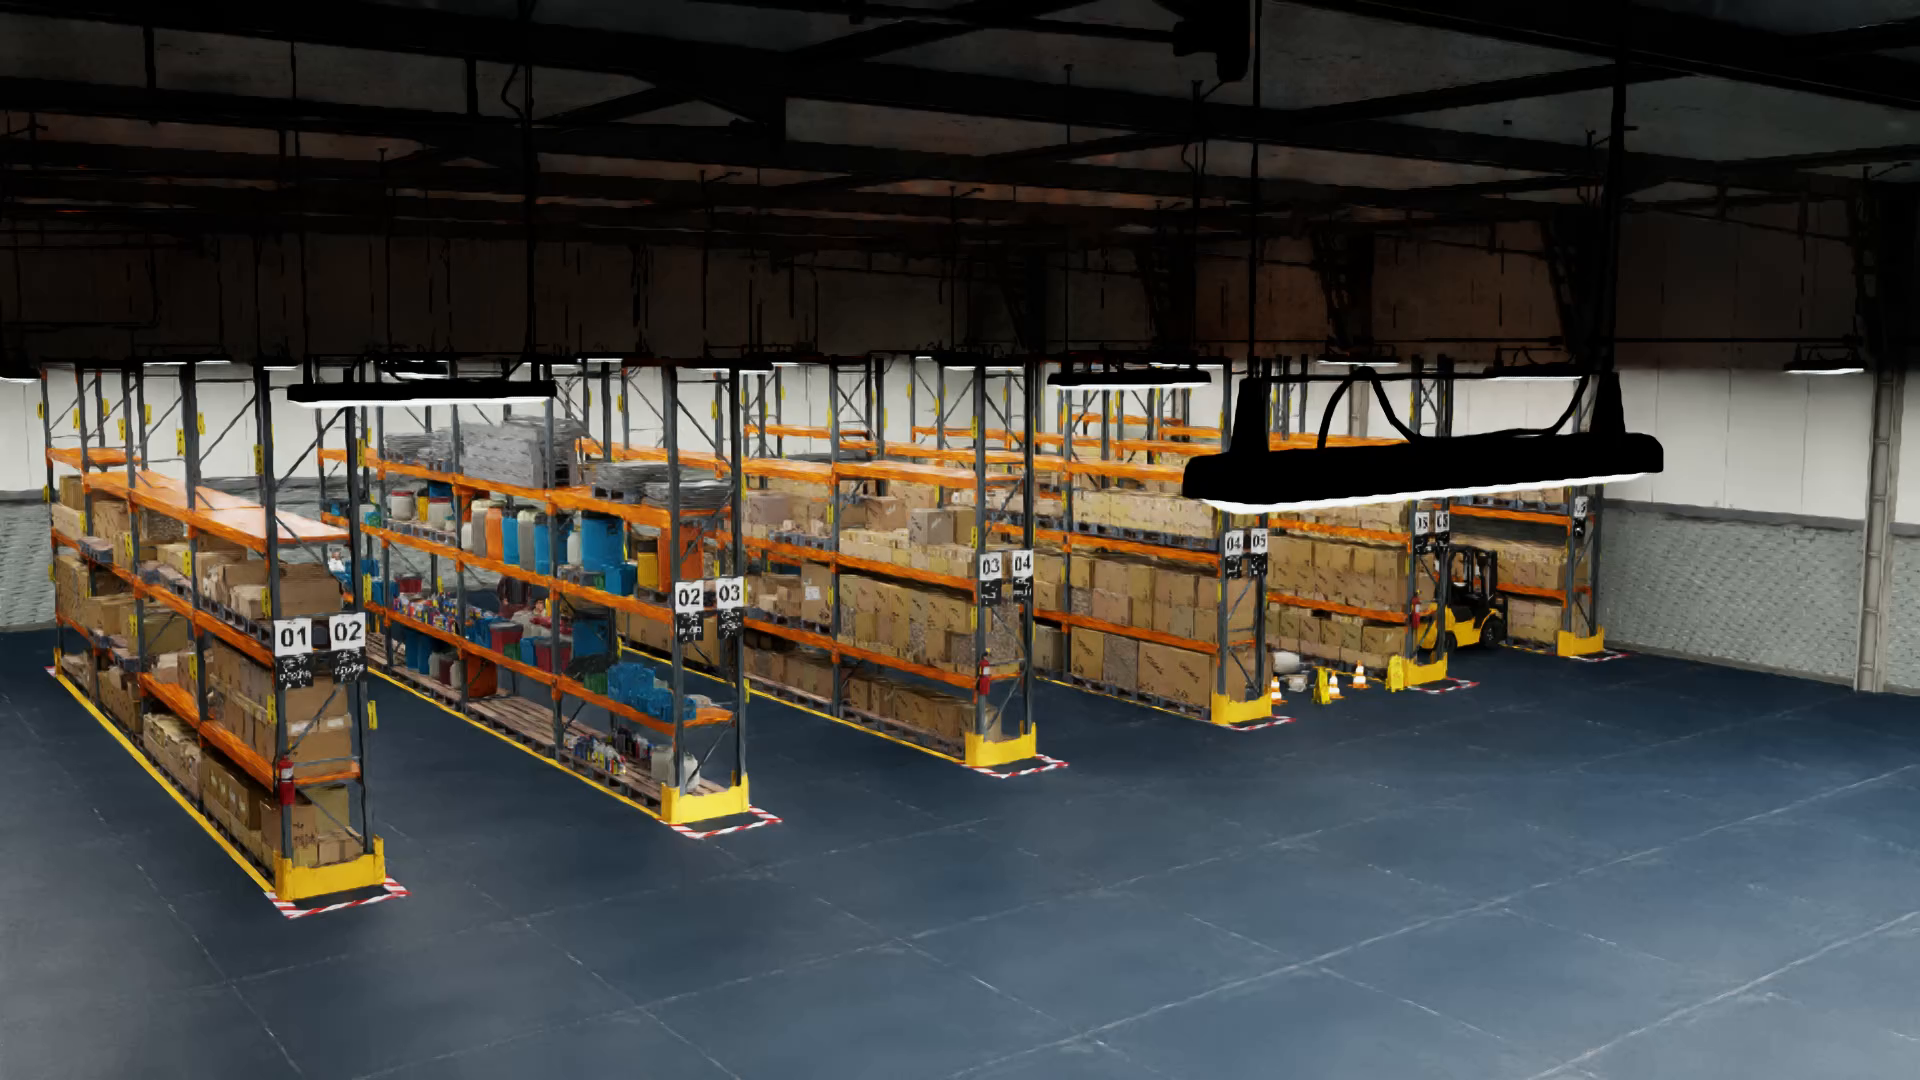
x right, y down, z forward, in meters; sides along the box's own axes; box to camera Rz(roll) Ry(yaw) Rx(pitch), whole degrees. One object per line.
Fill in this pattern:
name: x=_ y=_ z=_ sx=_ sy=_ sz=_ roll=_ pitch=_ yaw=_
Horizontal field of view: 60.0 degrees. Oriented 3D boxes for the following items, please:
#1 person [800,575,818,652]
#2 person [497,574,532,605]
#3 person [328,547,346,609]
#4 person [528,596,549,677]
person: x=-3.111 y=1.512 z=33.250 sx=0.554 sy=1.653 sz=0.598 roll=-1 pitch=7 yaw=-5
person: x=-9.387 y=1.273 z=35.039 sx=0.729 sy=1.733 sz=0.544 roll=-5 pitch=9 yaw=-38
person: x=-13.966 y=1.035 z=36.967 sx=0.525 sy=1.747 sz=0.730 roll=1 pitch=7 yaw=7
person: x=-7.816 y=1.825 z=30.862 sx=0.448 sy=1.590 sz=1.110 roll=-5 pitch=8 yaw=-34
